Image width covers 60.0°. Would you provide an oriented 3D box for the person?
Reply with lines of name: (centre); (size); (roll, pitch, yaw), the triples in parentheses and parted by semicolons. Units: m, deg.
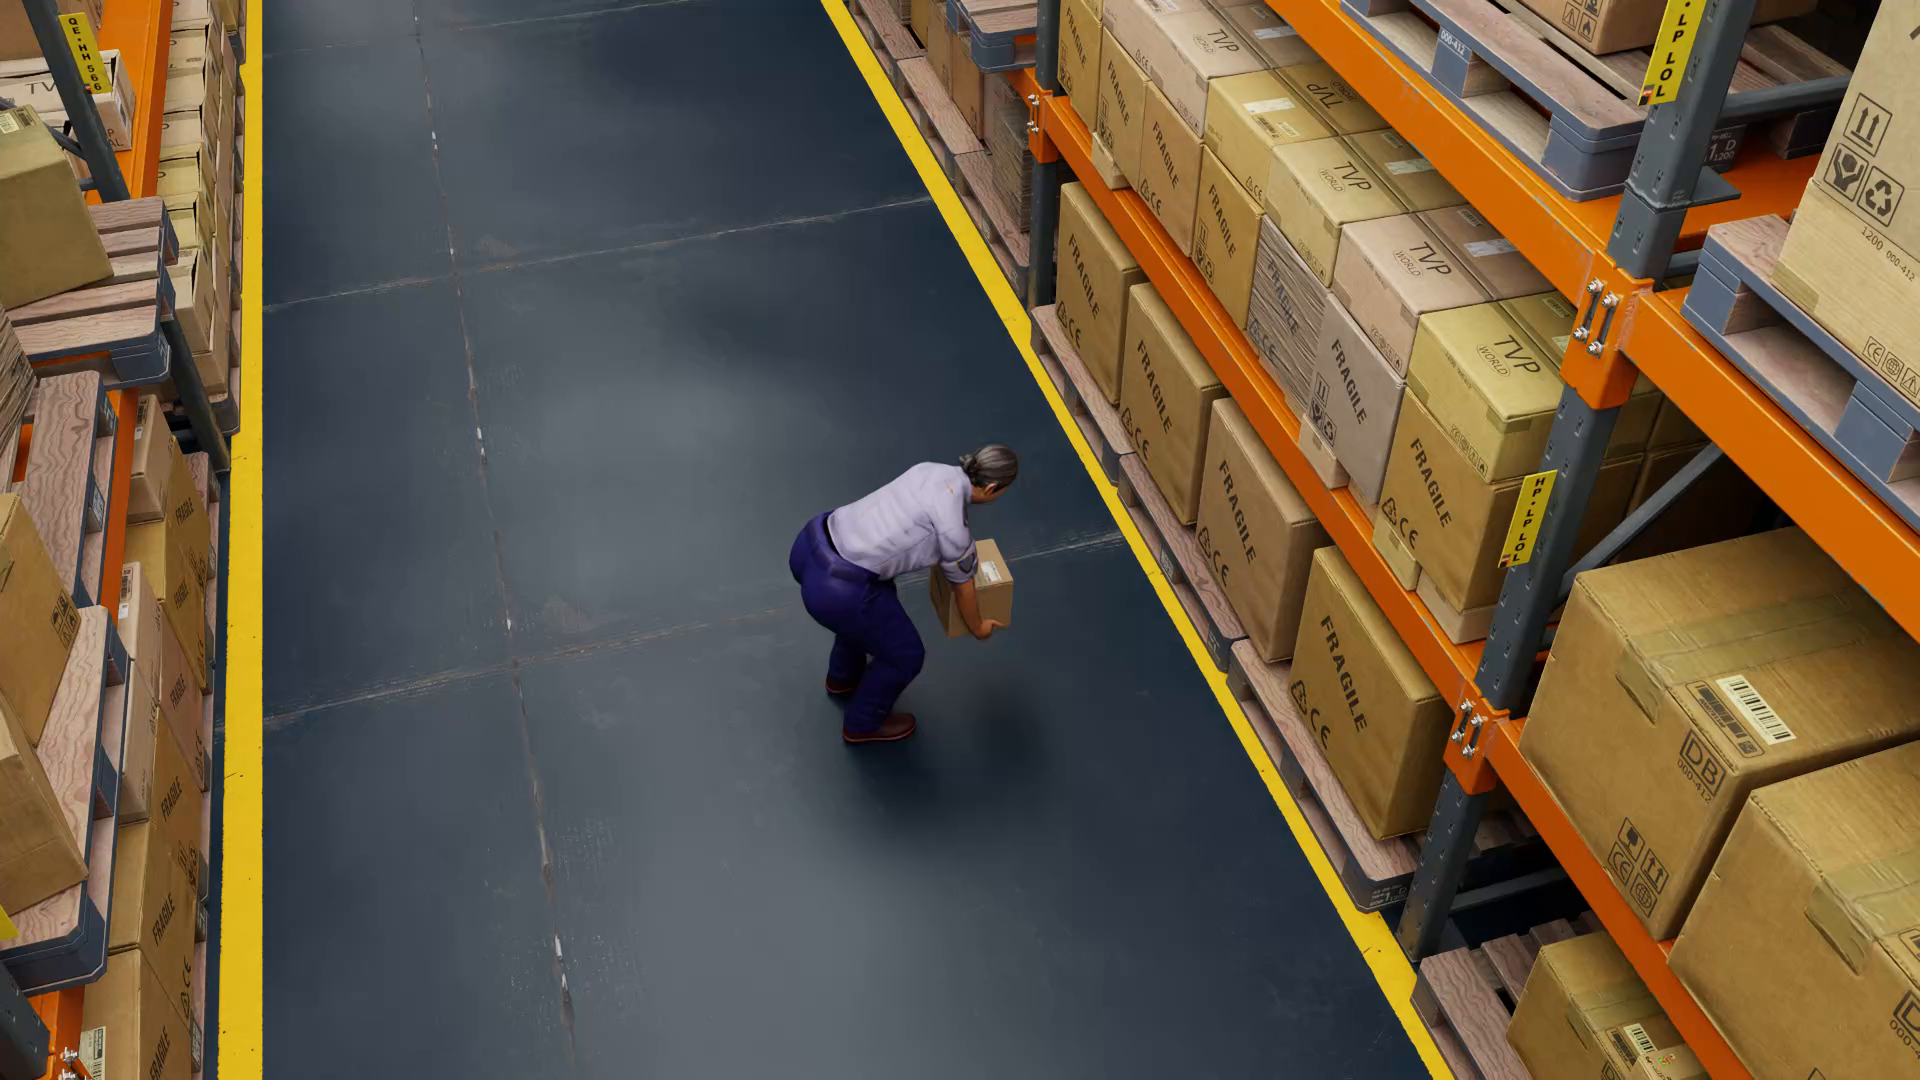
person: (-0.170, 0.192, 6.303); (0.813, 1.193, 0.471); (-14, 44, -14)
